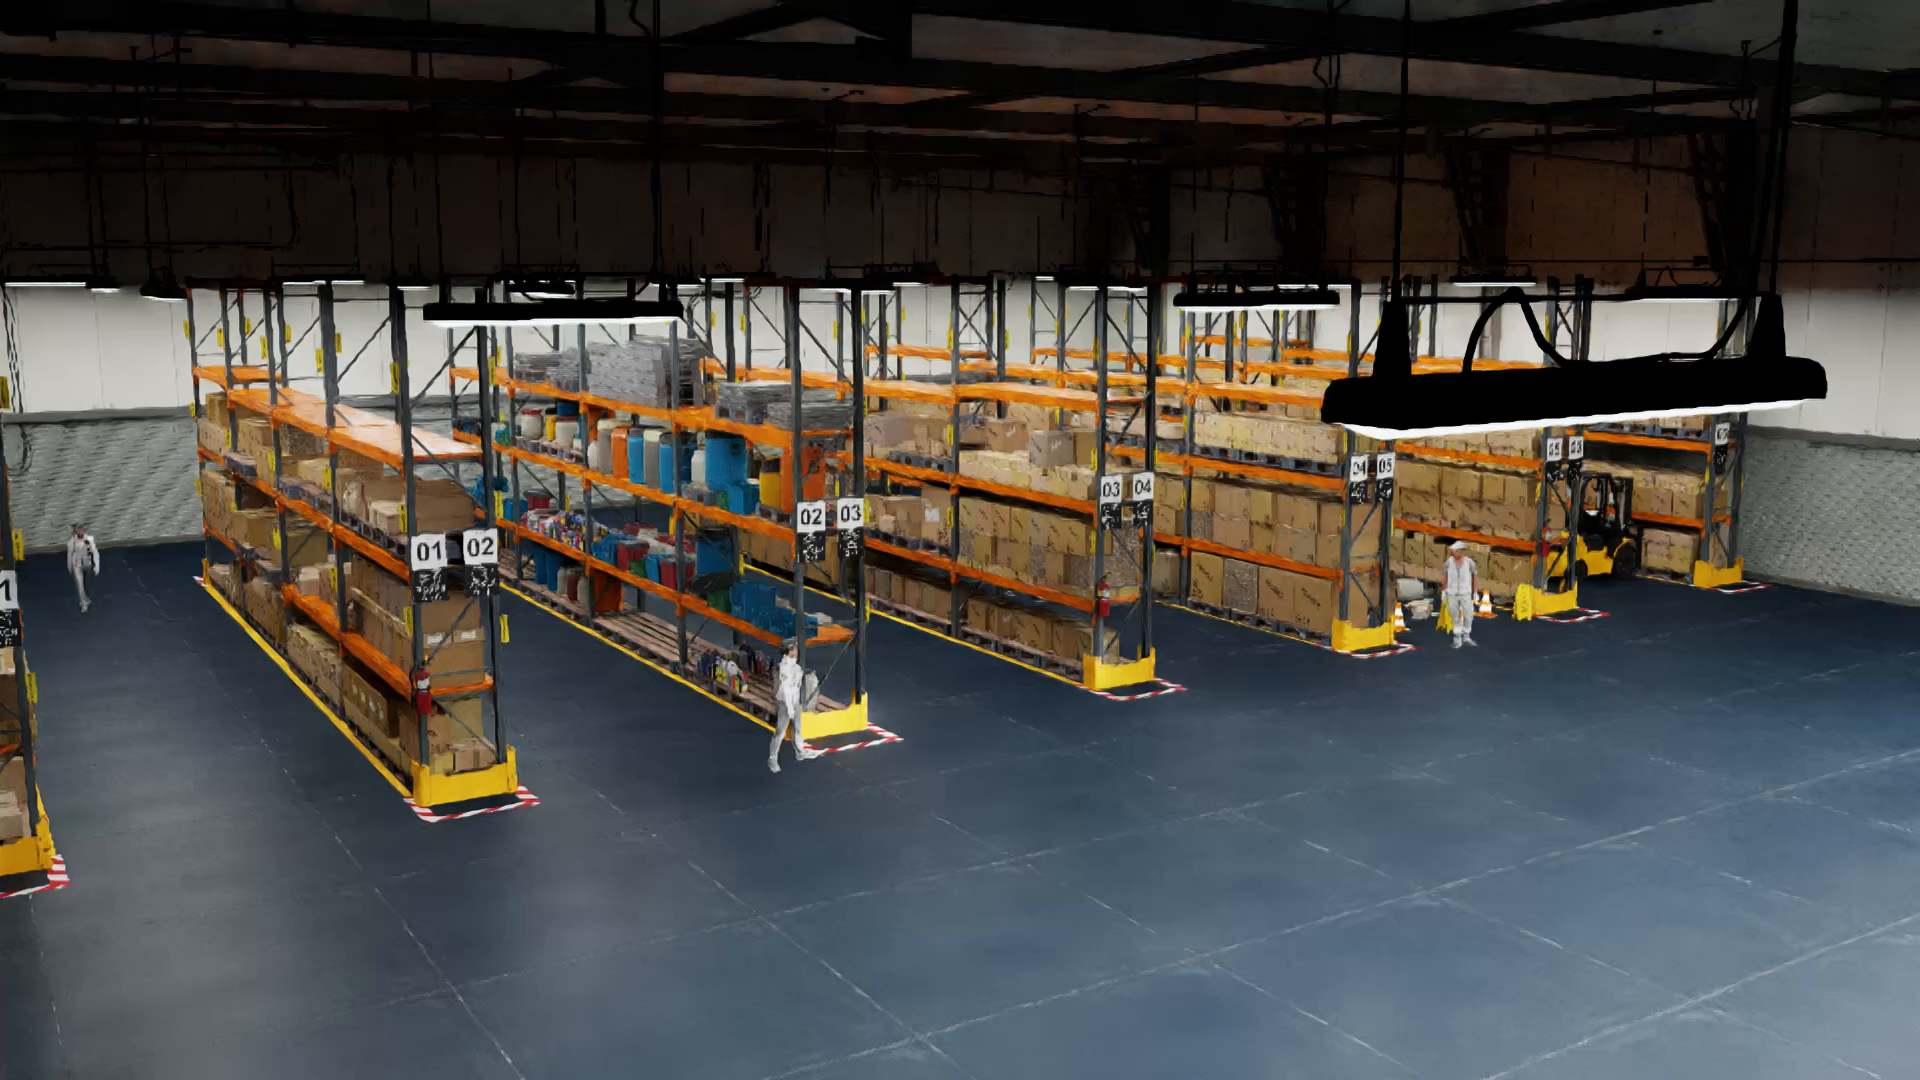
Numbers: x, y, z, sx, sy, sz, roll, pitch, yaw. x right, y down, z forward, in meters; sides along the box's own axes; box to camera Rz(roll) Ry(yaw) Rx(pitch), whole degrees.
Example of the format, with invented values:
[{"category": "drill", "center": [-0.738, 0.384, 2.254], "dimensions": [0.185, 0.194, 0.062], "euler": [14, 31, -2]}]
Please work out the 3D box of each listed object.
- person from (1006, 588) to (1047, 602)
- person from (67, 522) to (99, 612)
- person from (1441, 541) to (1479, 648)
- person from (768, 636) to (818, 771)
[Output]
[{"category": "person", "center": [1.143, 0.332, 29.697], "dimensions": [0.417, 1.516, 1.027], "euler": [-5, 11, -29]}, {"category": "person", "center": [-16.002, 0.454, 30.379], "dimensions": [0.500, 1.625, 0.997], "euler": [-6, 11, -33]}, {"category": "person", "center": [8.211, 0.861, 27.298], "dimensions": [0.603, 1.724, 0.377], "euler": [4, 10, 20]}, {"category": "person", "center": [-2.132, 2.020, 20.919], "dimensions": [0.553, 1.670, 0.685], "euler": [1, 10, 7]}]
